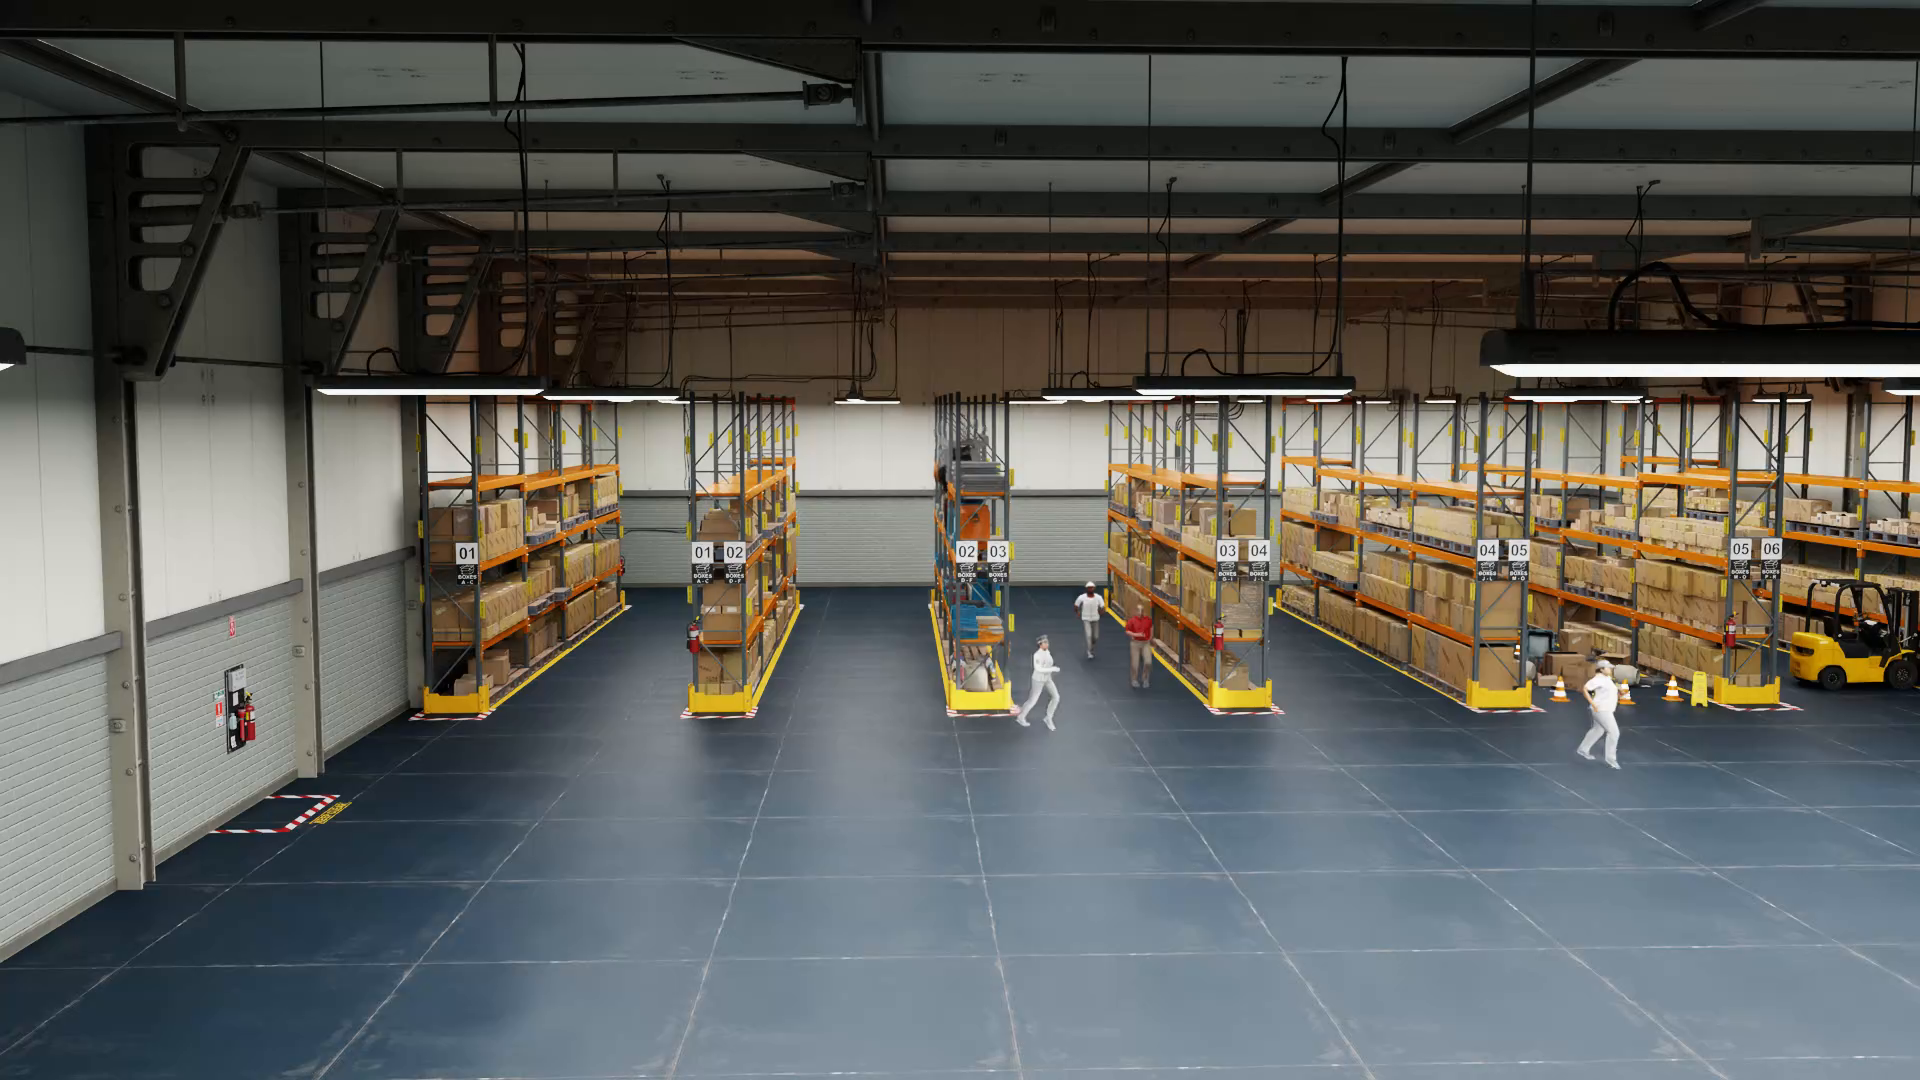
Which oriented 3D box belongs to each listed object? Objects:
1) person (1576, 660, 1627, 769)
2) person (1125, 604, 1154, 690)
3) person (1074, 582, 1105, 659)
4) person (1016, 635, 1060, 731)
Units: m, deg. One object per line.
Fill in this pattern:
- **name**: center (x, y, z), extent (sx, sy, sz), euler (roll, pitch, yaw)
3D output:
- **person**: center (10.249, 2.770, 26.554), extent (0.748, 1.729, 0.579), euler (3, 5, 32)
- **person**: center (3.667, 2.174, 33.706), extent (0.640, 1.738, 0.702), euler (-1, 5, -8)
- **person**: center (2.966, 1.820, 37.976), extent (0.712, 1.733, 0.795), euler (0, 5, -5)
- **person**: center (1.438, 2.518, 29.495), extent (0.860, 1.722, 0.626), euler (3, 6, 36)
